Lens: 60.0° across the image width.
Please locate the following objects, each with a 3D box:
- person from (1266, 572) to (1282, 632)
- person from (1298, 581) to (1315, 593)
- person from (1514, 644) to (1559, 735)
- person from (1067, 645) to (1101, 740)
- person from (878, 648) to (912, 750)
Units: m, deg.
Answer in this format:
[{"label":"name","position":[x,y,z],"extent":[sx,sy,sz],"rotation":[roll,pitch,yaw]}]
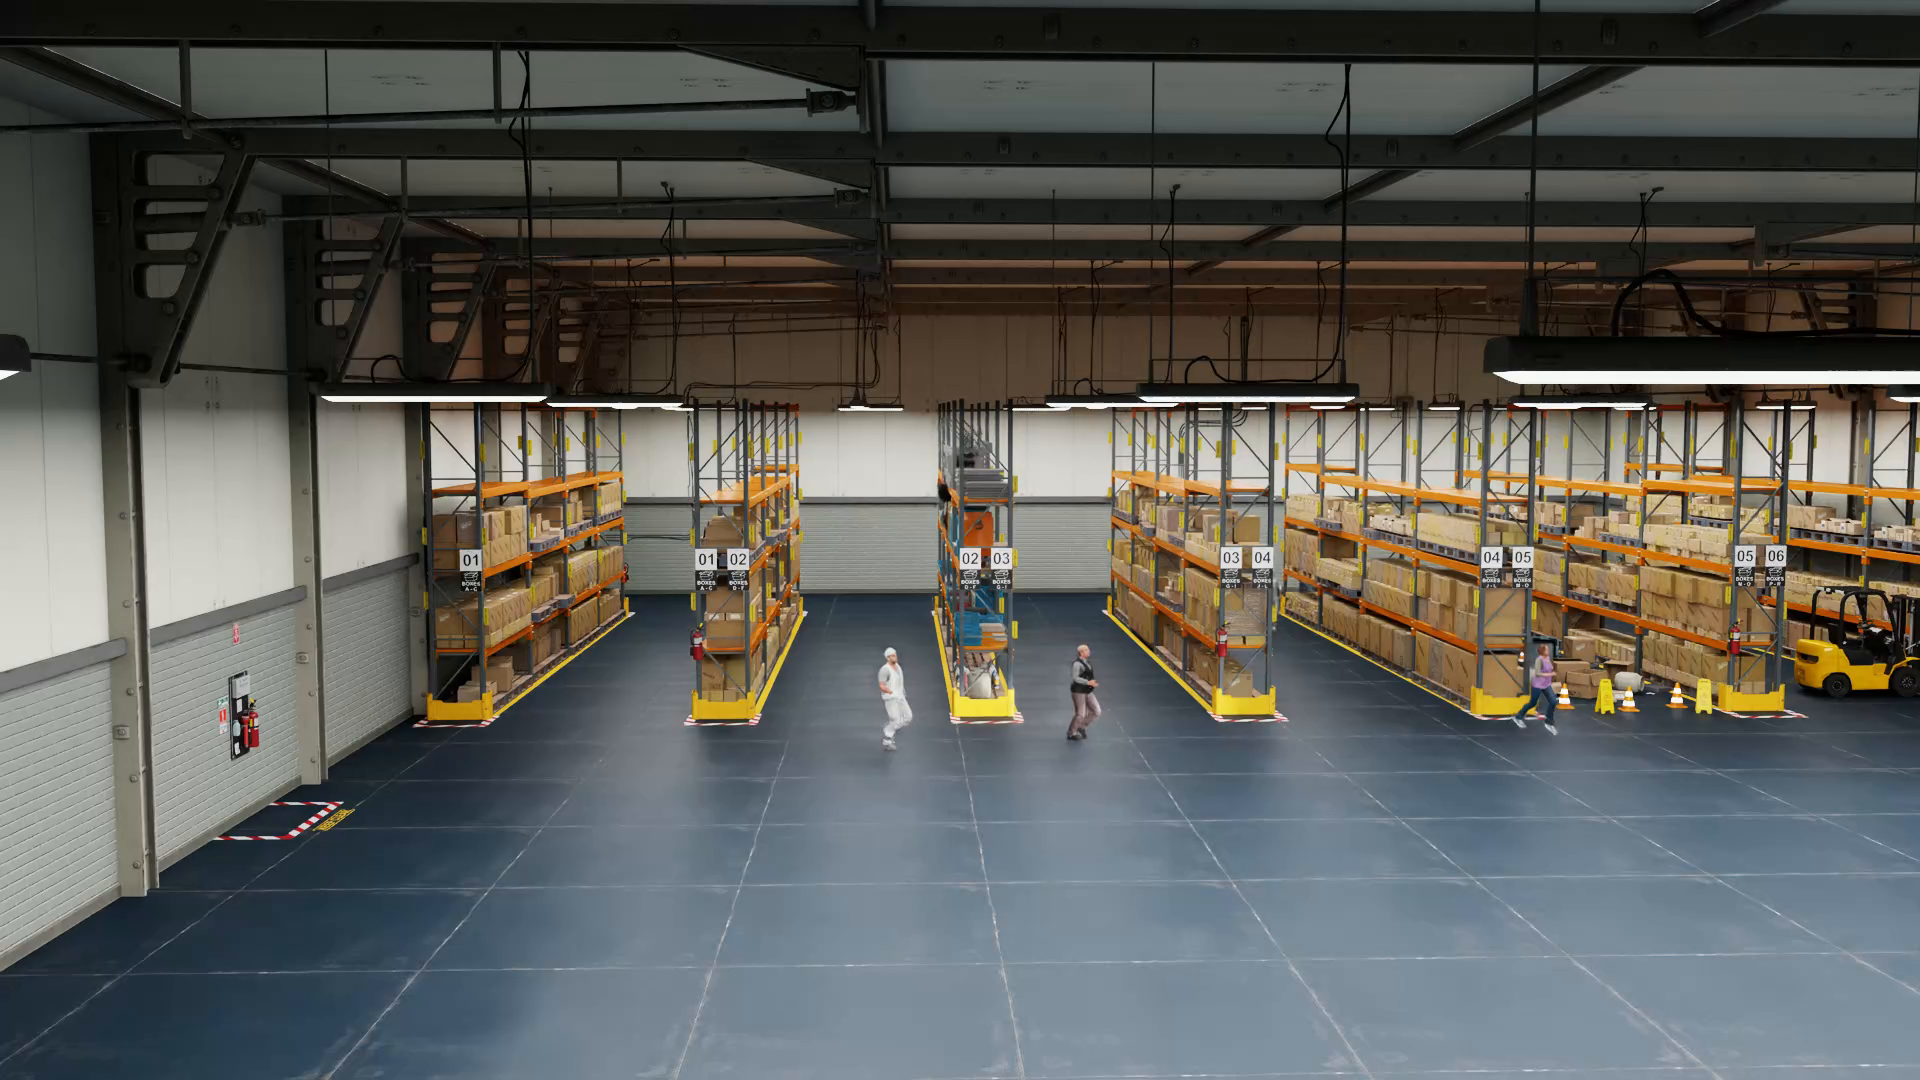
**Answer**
[{"label":"person","position":[8.230,1.610,43.860],"extent":[0.541,1.615,0.703],"rotation":[0,4,3]},{"label":"person","position":[10.284,1.132,48.938],"extent":[0.831,1.780,0.697],"rotation":[0,4,0]},{"label":"person","position":[10.405,2.658,29.867],"extent":[0.548,1.631,0.844],"rotation":[-3,5,-36]},{"label":"person","position":[2.166,2.673,28.980],"extent":[0.666,1.704,0.647],"rotation":[3,5,32]},{"label":"person","position":[-1.098,2.701,28.316],"extent":[0.519,1.742,0.669],"rotation":[3,5,31]}]
